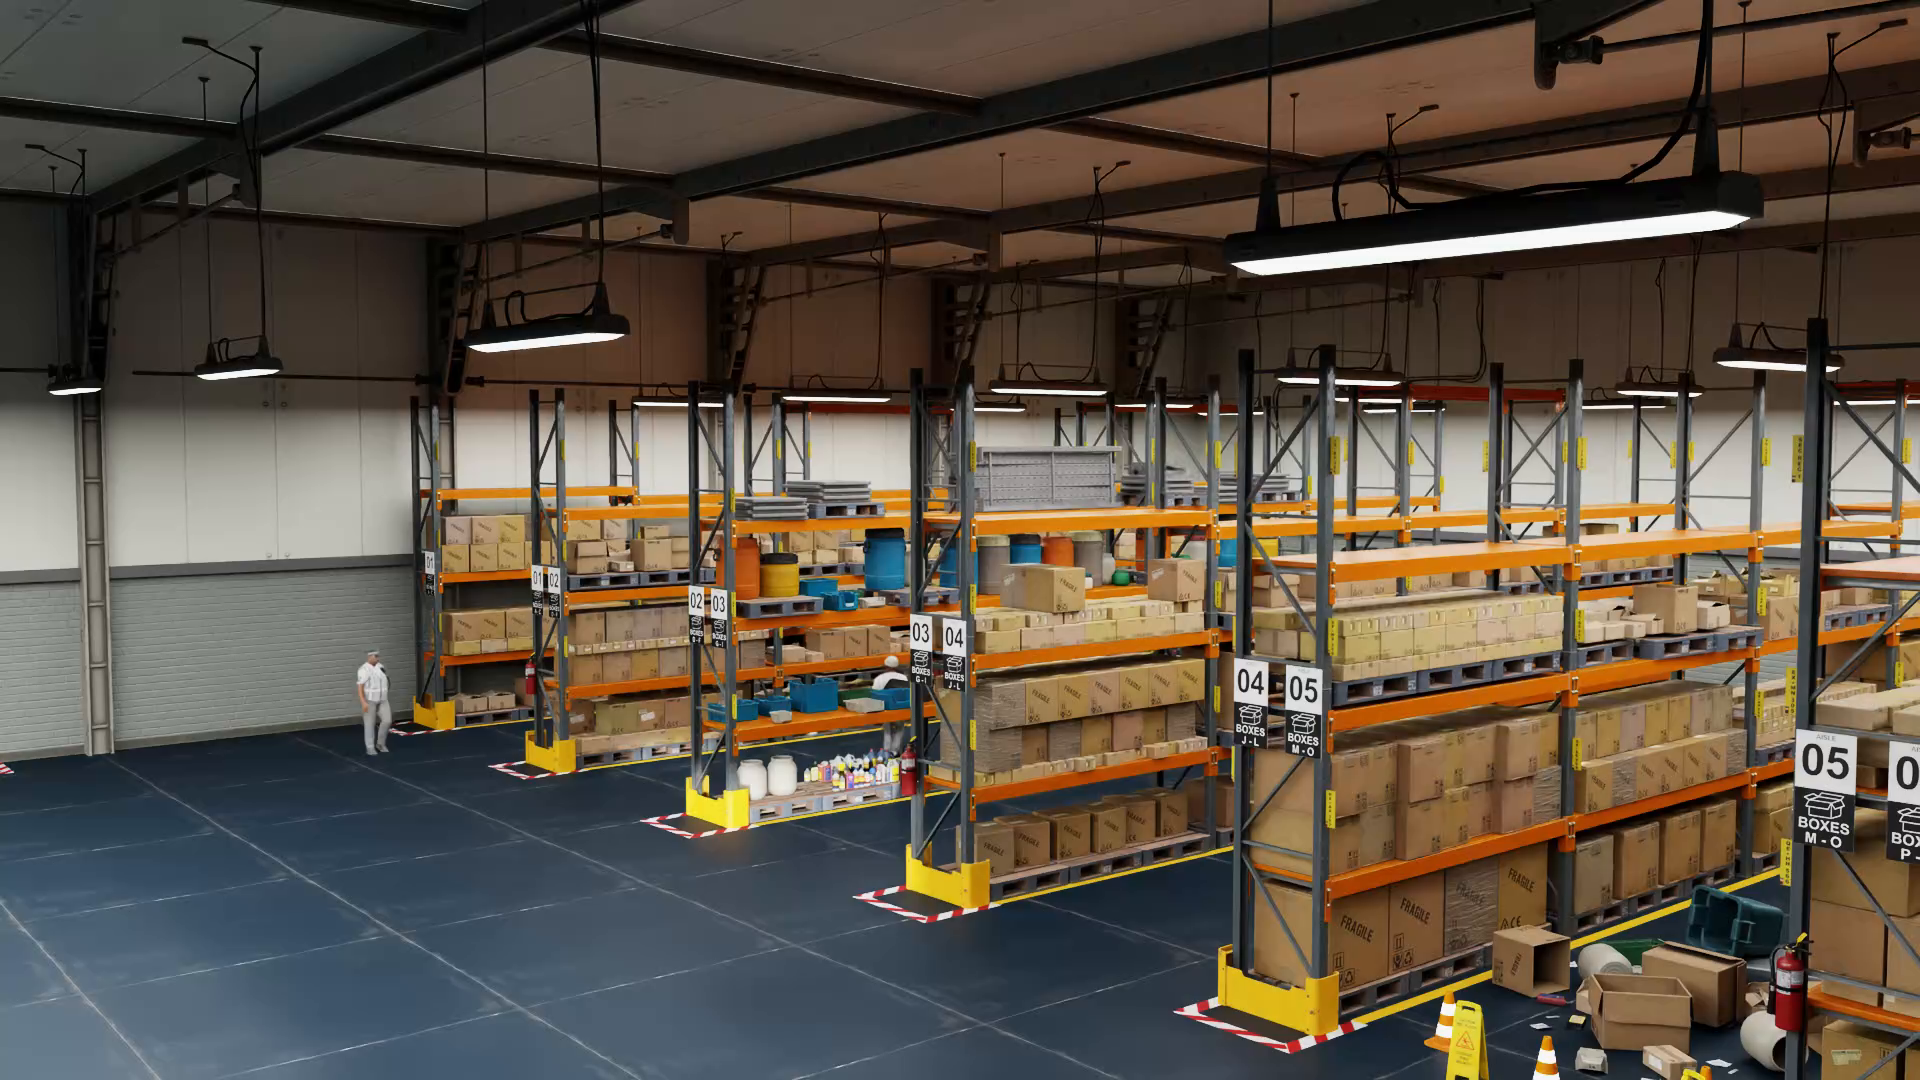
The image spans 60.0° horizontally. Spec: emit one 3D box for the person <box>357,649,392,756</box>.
[{"bbox_3d":[-9.715,2.697,27.578,0.457,1.818,0.607,3,4,40],"label":"person"}]

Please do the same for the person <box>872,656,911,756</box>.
[{"bbox_3d":[-1.090,2.754,26.682,0.661,1.818,0.508,0,3,1],"label":"person"}]

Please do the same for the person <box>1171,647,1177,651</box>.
[{"bbox_3d":[5.007,2.089,37.924,0.614,1.647,0.941,1,4,19],"label":"person"}]
